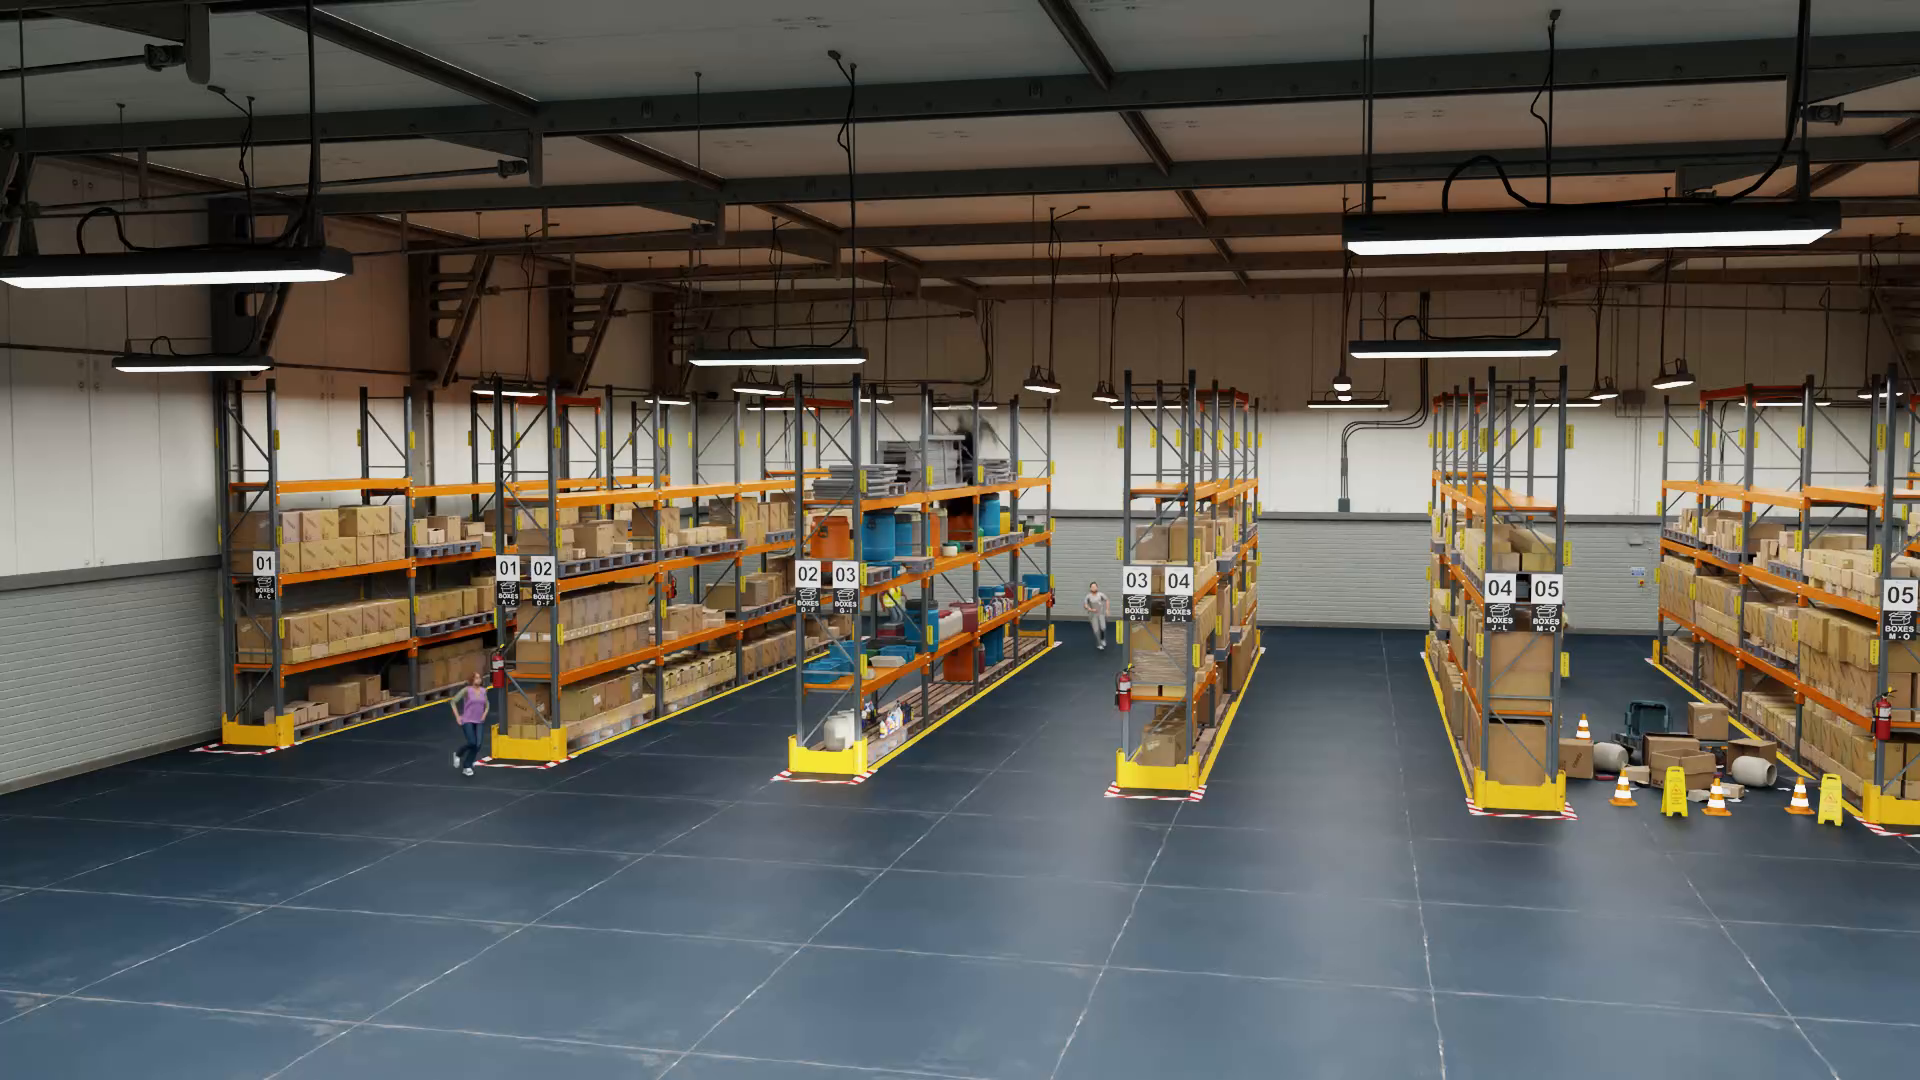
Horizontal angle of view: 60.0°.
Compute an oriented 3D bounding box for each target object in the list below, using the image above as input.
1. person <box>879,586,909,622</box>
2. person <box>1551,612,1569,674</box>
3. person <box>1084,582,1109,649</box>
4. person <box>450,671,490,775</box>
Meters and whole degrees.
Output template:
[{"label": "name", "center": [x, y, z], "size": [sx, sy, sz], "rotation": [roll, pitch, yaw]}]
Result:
[{"label": "person", "center": [-1.720, 1.653, 41.820], "size": [0.807, 1.737, 0.628], "rotation": [-3, 4, -37]}, {"label": "person", "center": [12.639, 2.055, 35.401], "size": [0.587, 1.627, 0.599], "rotation": [0, 3, 7]}, {"label": "person", "center": [3.261, 1.816, 39.683], "size": [0.597, 1.600, 0.513], "rotation": [0, 3, 3]}, {"label": "person", "center": [-7.304, 2.746, 24.947], "size": [0.492, 1.548, 0.563], "rotation": [3, 4, 40]}]
